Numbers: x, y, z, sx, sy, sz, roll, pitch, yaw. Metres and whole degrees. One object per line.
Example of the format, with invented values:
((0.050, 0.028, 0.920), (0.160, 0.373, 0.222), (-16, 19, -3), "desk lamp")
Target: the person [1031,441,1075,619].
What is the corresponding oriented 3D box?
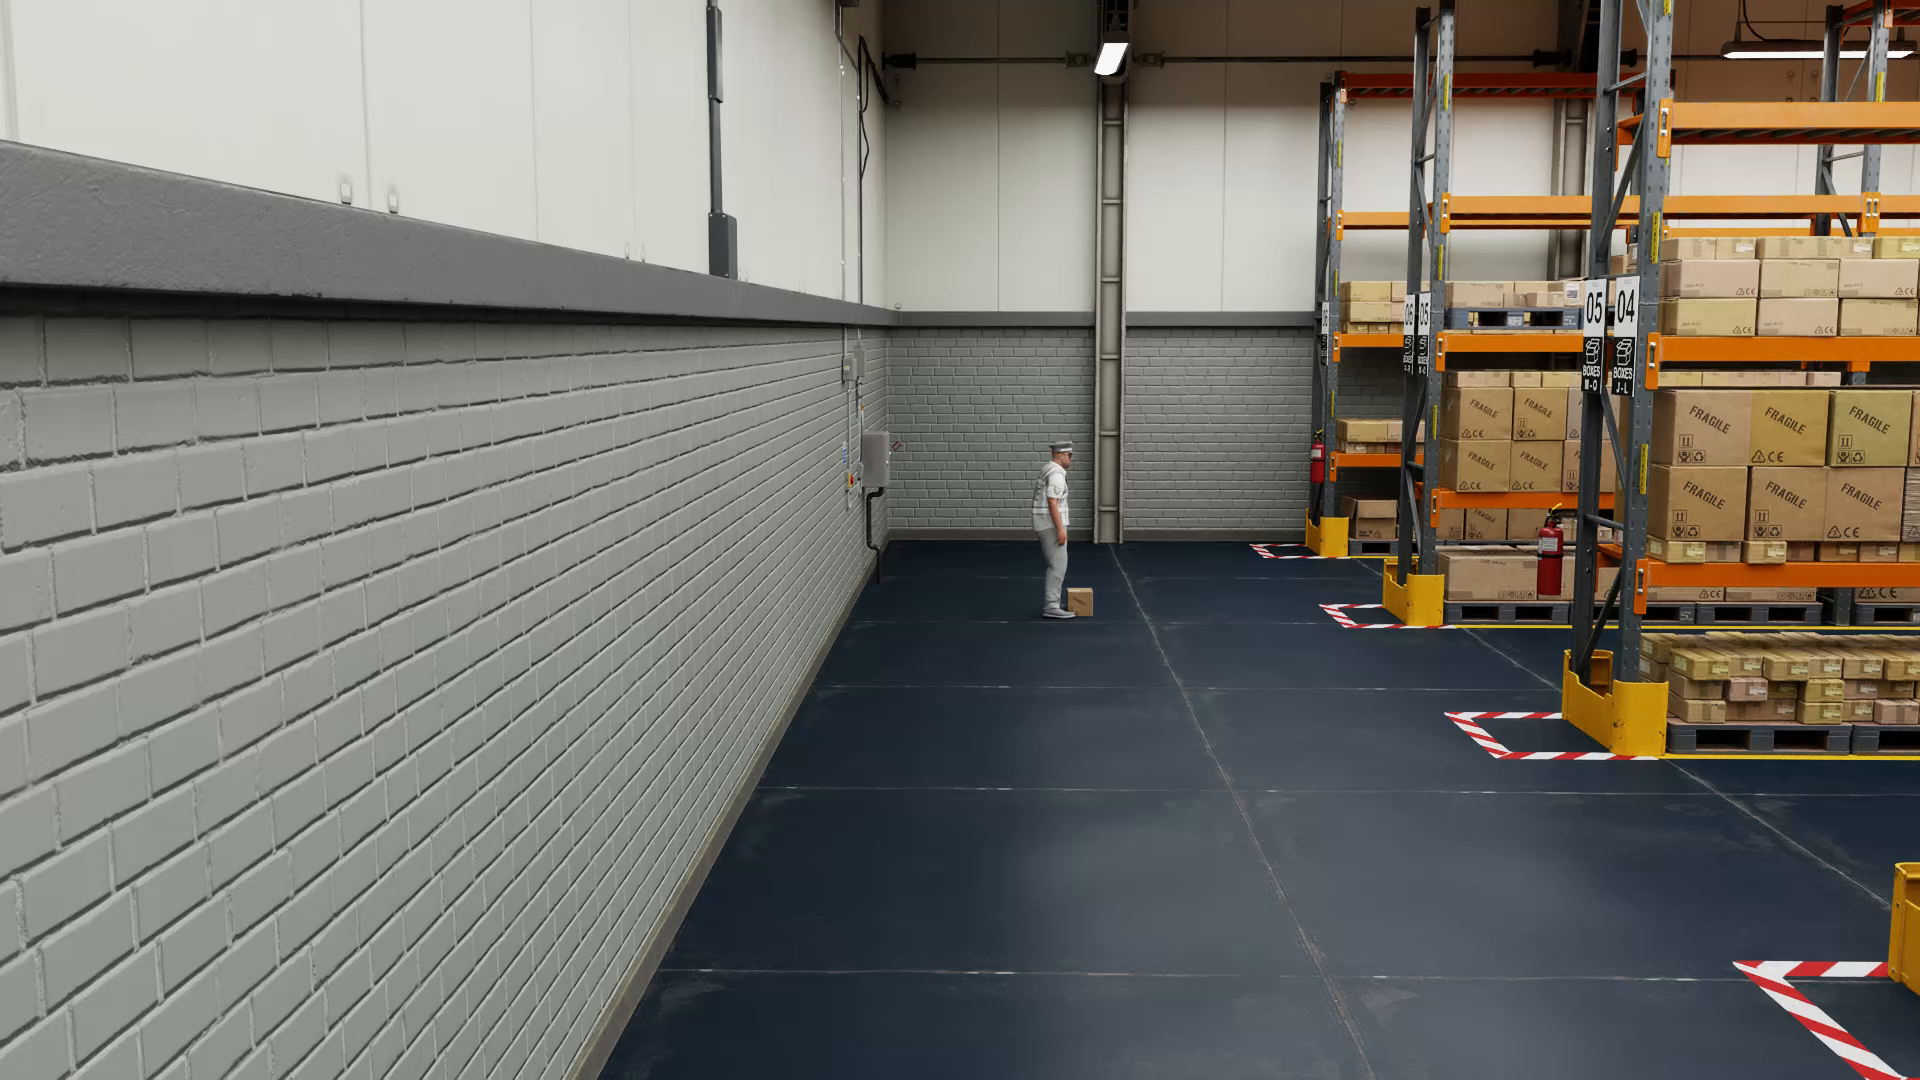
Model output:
((0.953, -0.119, 16.678), (0.473, 1.748, 0.606), (0, 7, -2), "person")
